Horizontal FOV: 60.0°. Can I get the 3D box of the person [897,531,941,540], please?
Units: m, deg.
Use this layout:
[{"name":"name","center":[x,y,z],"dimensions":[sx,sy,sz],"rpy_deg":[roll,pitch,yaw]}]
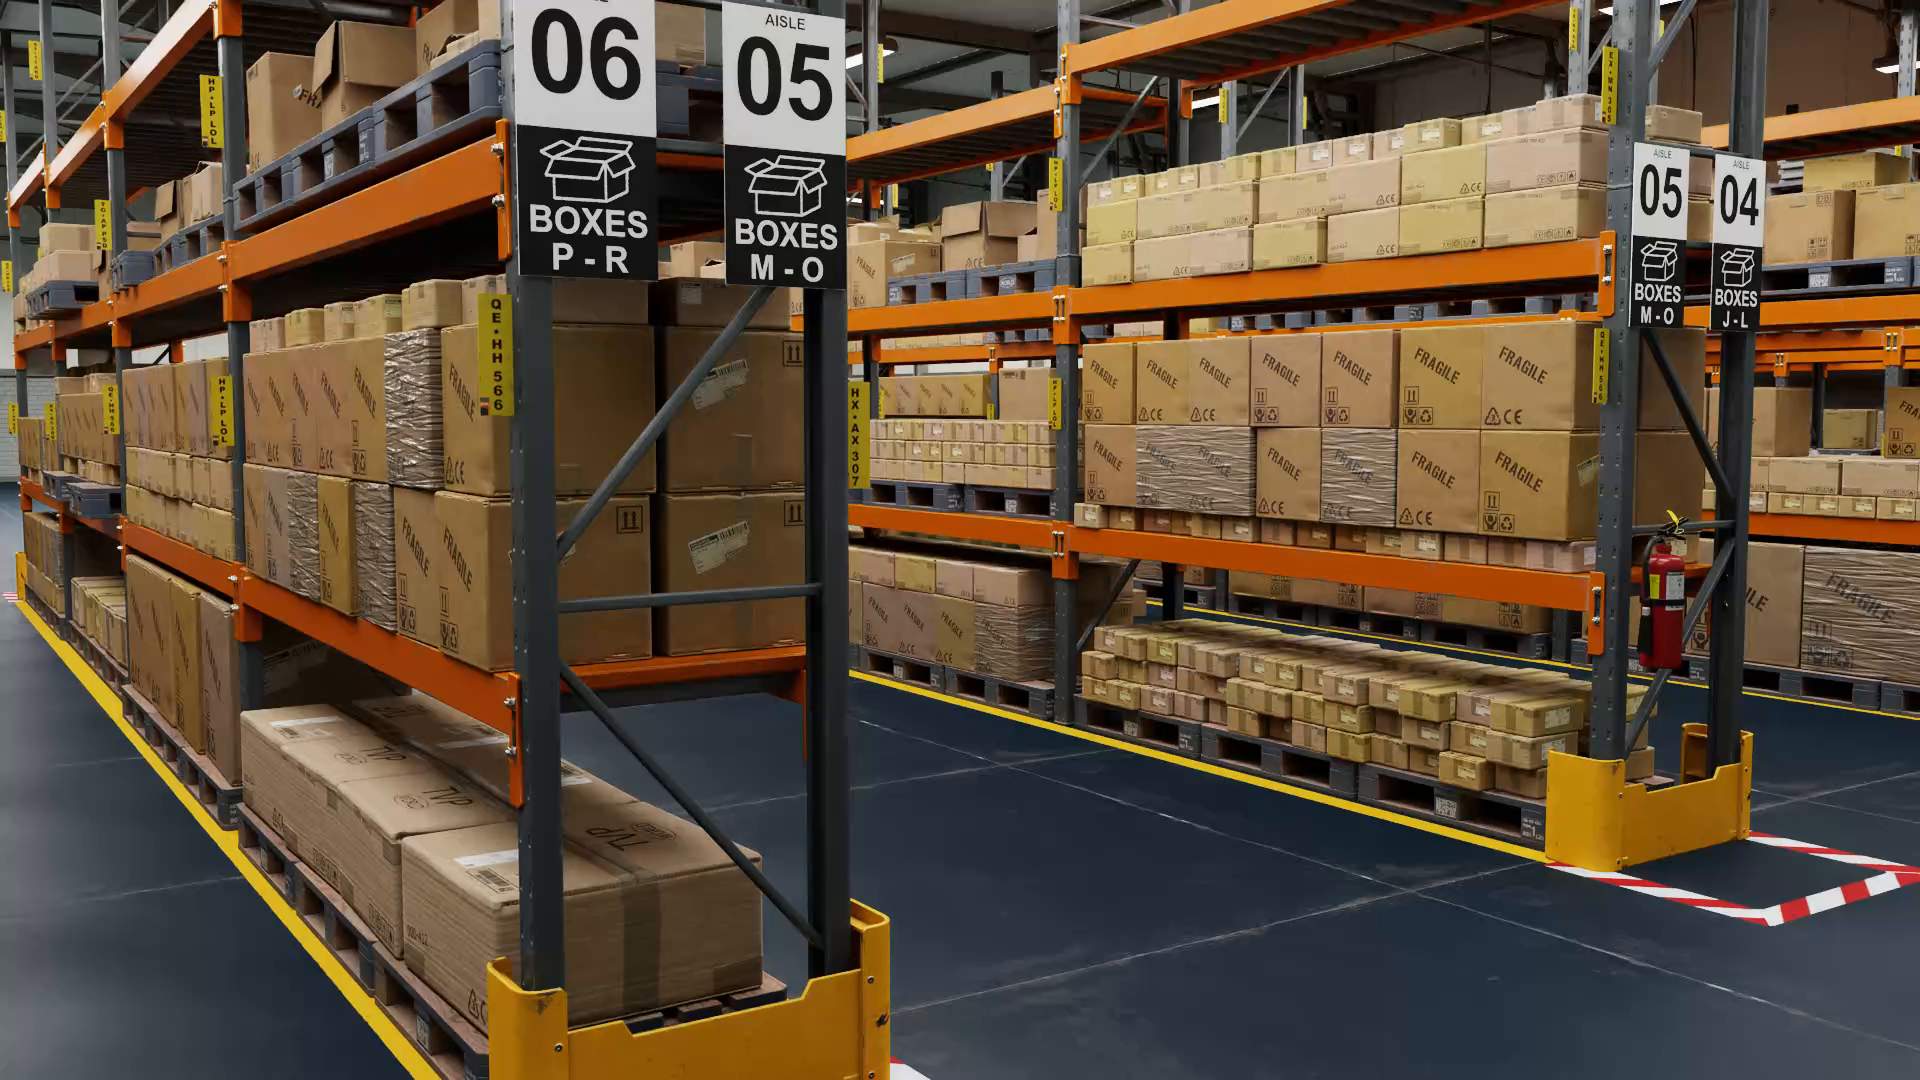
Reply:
[{"name":"person","center":[-0.463,-0.340,18.850],"dimensions":[0.534,1.742,1.027],"rpy_deg":[-3,5,-30]}]
